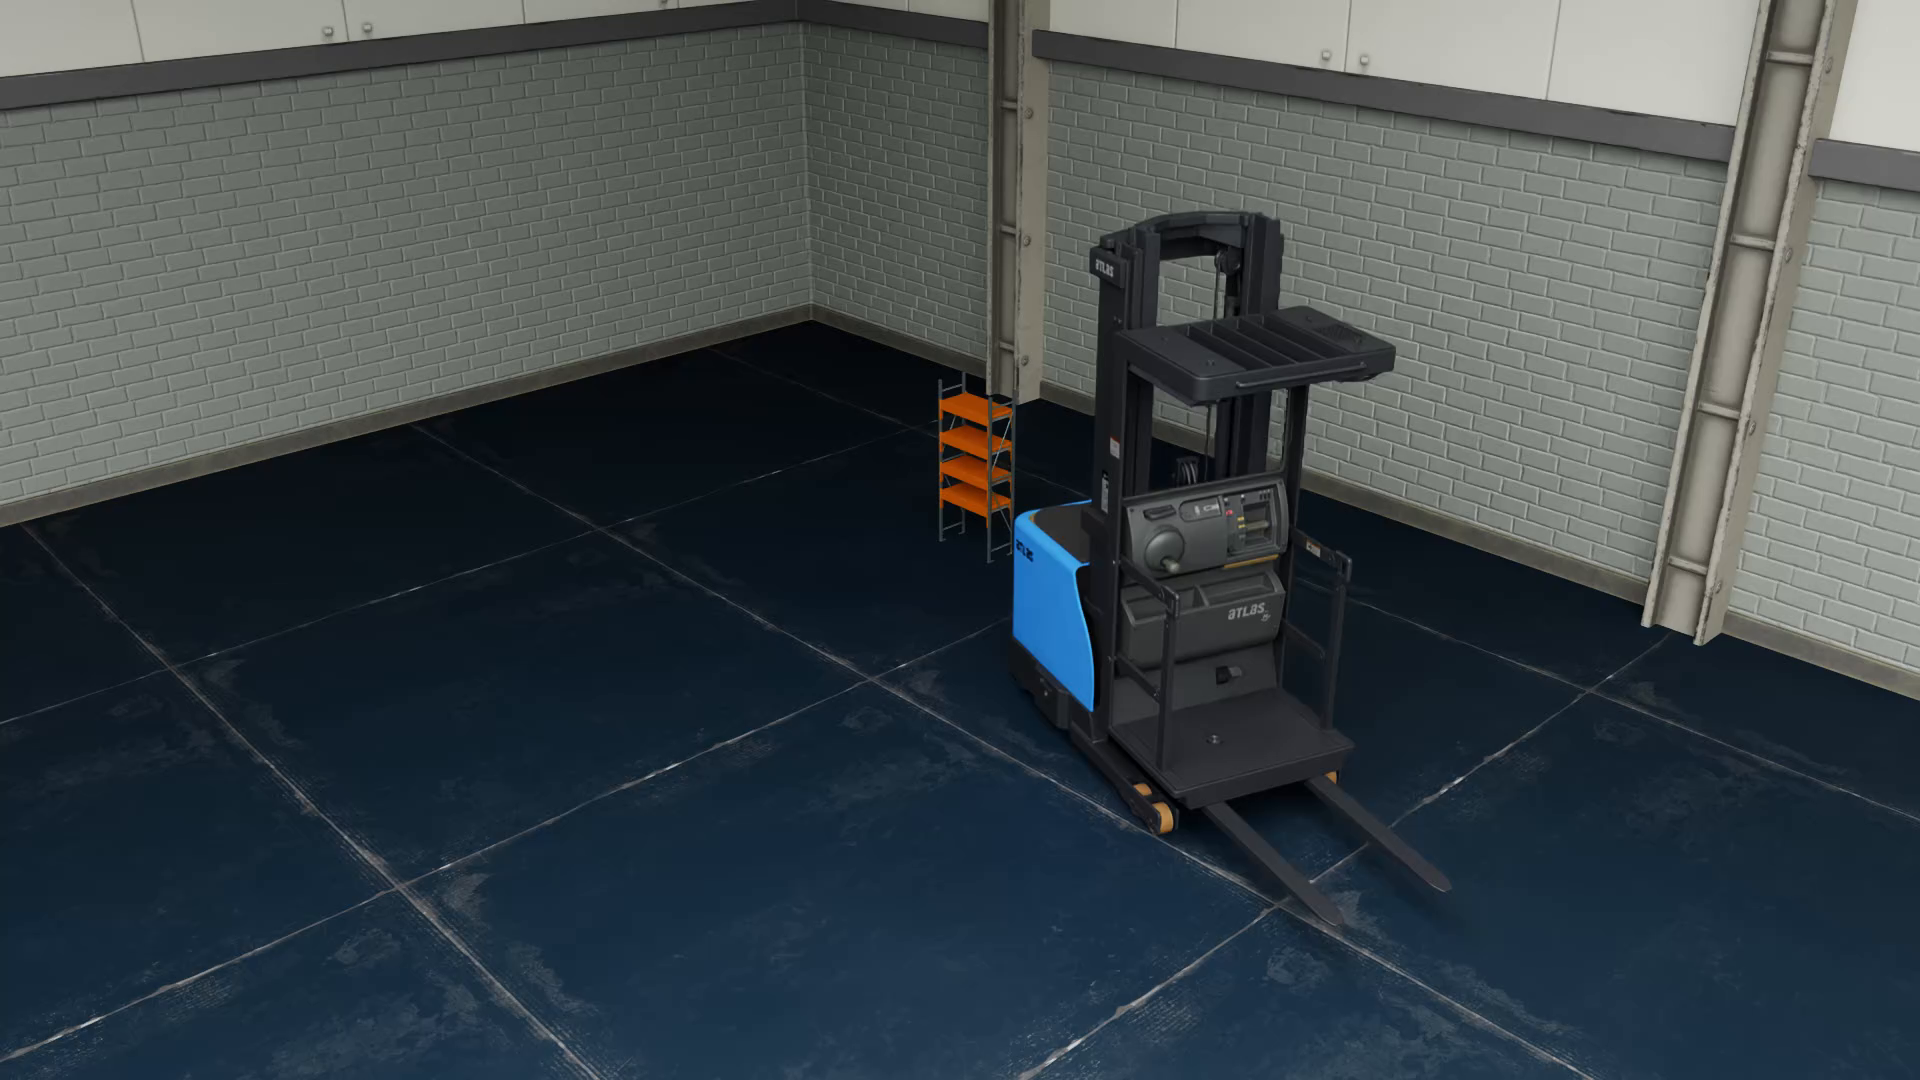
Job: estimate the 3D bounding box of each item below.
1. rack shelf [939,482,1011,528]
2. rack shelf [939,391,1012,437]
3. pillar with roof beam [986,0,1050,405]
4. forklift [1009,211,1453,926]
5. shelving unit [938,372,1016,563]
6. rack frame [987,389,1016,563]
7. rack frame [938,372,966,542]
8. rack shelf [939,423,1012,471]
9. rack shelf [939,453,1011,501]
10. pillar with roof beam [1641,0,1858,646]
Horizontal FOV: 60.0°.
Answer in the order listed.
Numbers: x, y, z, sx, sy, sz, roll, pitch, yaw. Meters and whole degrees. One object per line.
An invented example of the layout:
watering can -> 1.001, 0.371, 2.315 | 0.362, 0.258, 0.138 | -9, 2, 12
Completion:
rack shelf -> 0.113, -0.254, 11.501 | 0.258, 0.148, 0.480 | -21, 32, -38
rack shelf -> 0.113, -0.853, 11.228 | 0.258, 0.148, 0.480 | -21, 32, -38
pillar with roof beam -> -2.673, -4.136, 9.973 | 9.100, 9.000, 0.400 | -21, 32, -38
forklift -> 1.357, -0.037, 8.300 | 1.130, 2.935, 3.031 | -11, 27, -22
shelving unit -> 0.113, -0.496, 11.391 | 0.258, 1.200, 0.503 | -21, 32, -38
rack frame -> 0.280, -0.422, 11.229 | 0.240, 1.200, 0.015 | -21, 32, -38
rack frame -> -0.054, -0.570, 11.553 | 0.240, 1.200, 0.015 | -21, 32, -38
rack shelf -> 0.113, -0.638, 11.326 | 0.258, 0.148, 0.480 | -21, 32, -38
rack shelf -> 0.113, -0.435, 11.419 | 0.258, 0.148, 0.480 | -21, 32, -38
pillar with roof beam -> 1.428, -2.318, 5.989 | 9.100, 9.000, 0.400 | -21, 32, -38
